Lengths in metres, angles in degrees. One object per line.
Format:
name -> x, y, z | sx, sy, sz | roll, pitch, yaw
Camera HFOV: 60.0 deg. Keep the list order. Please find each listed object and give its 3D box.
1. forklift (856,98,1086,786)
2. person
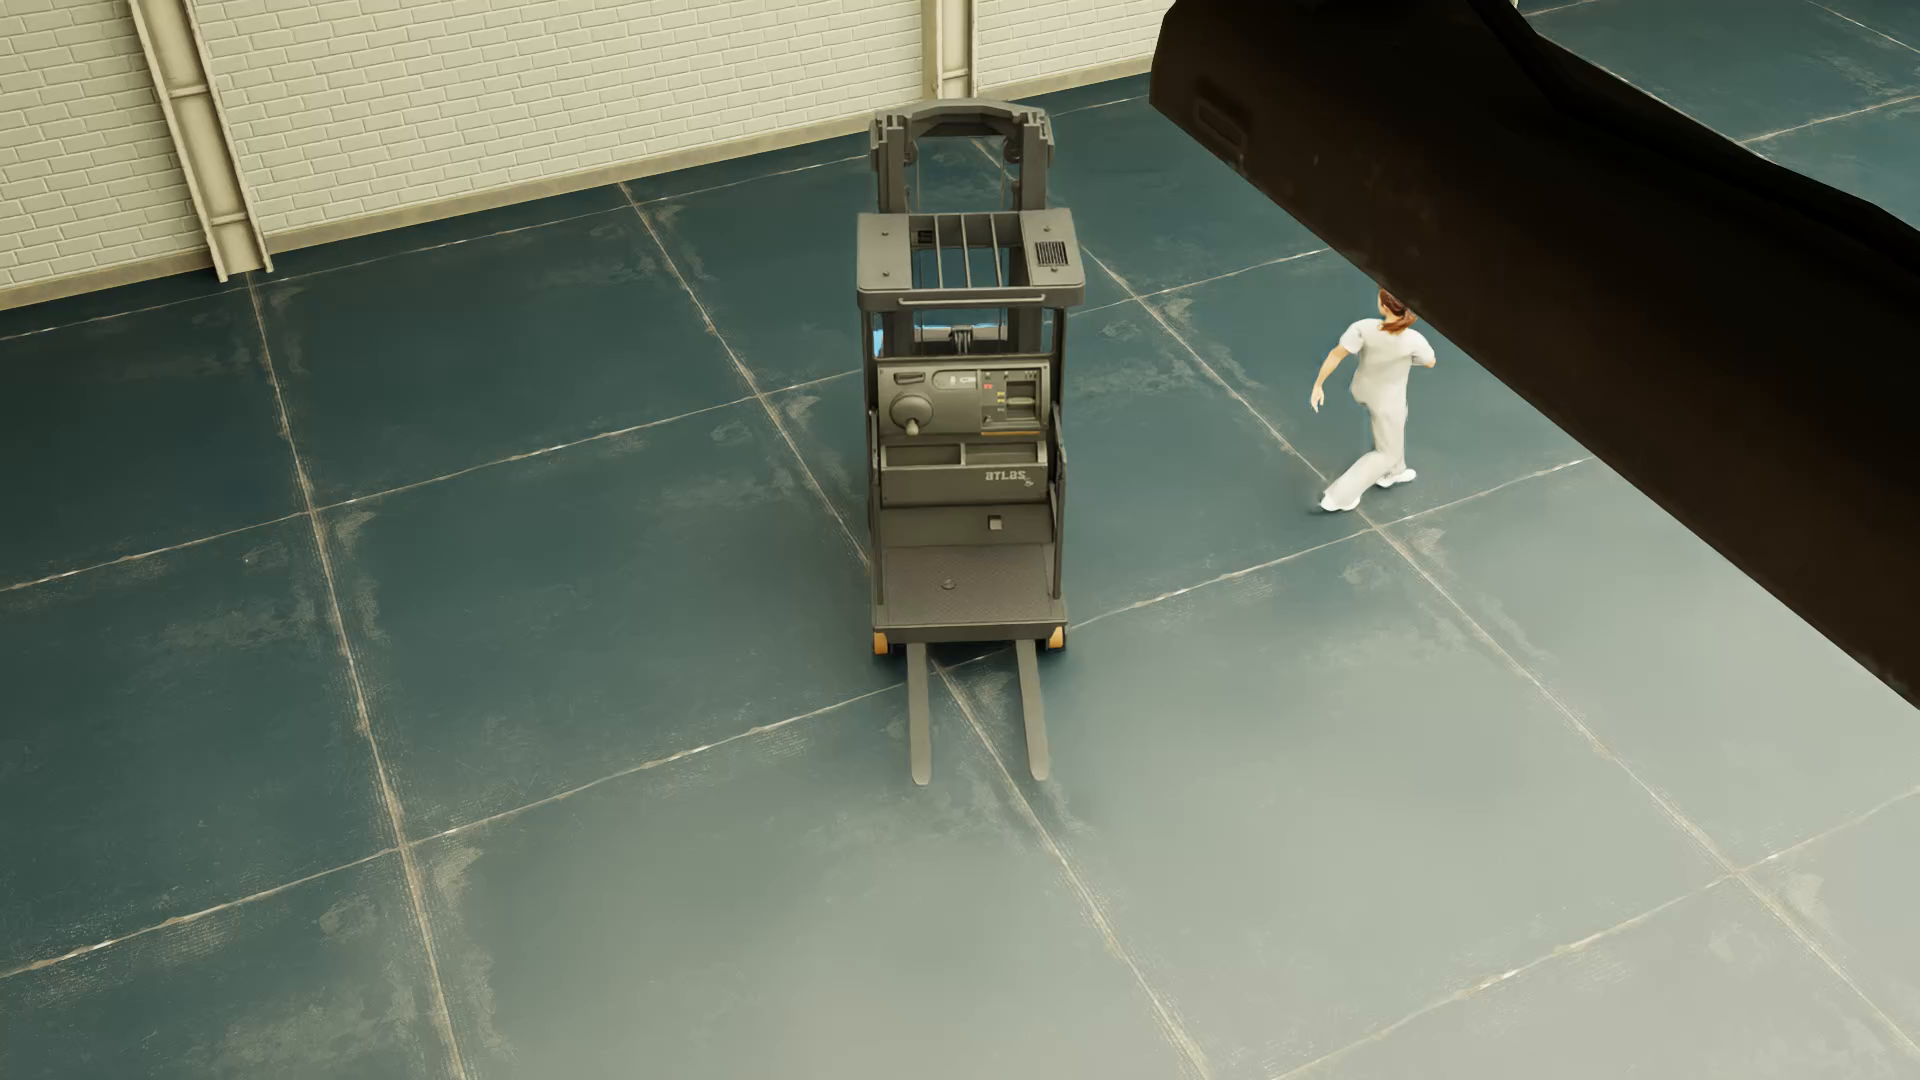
forklift -> 0.034, -0.687, 8.839 | 1.130, 2.935, 3.031 | -2, 40, -2
person -> 2.577, -0.905, 10.175 | 0.852, 1.595, 0.471 | -27, 47, -28
